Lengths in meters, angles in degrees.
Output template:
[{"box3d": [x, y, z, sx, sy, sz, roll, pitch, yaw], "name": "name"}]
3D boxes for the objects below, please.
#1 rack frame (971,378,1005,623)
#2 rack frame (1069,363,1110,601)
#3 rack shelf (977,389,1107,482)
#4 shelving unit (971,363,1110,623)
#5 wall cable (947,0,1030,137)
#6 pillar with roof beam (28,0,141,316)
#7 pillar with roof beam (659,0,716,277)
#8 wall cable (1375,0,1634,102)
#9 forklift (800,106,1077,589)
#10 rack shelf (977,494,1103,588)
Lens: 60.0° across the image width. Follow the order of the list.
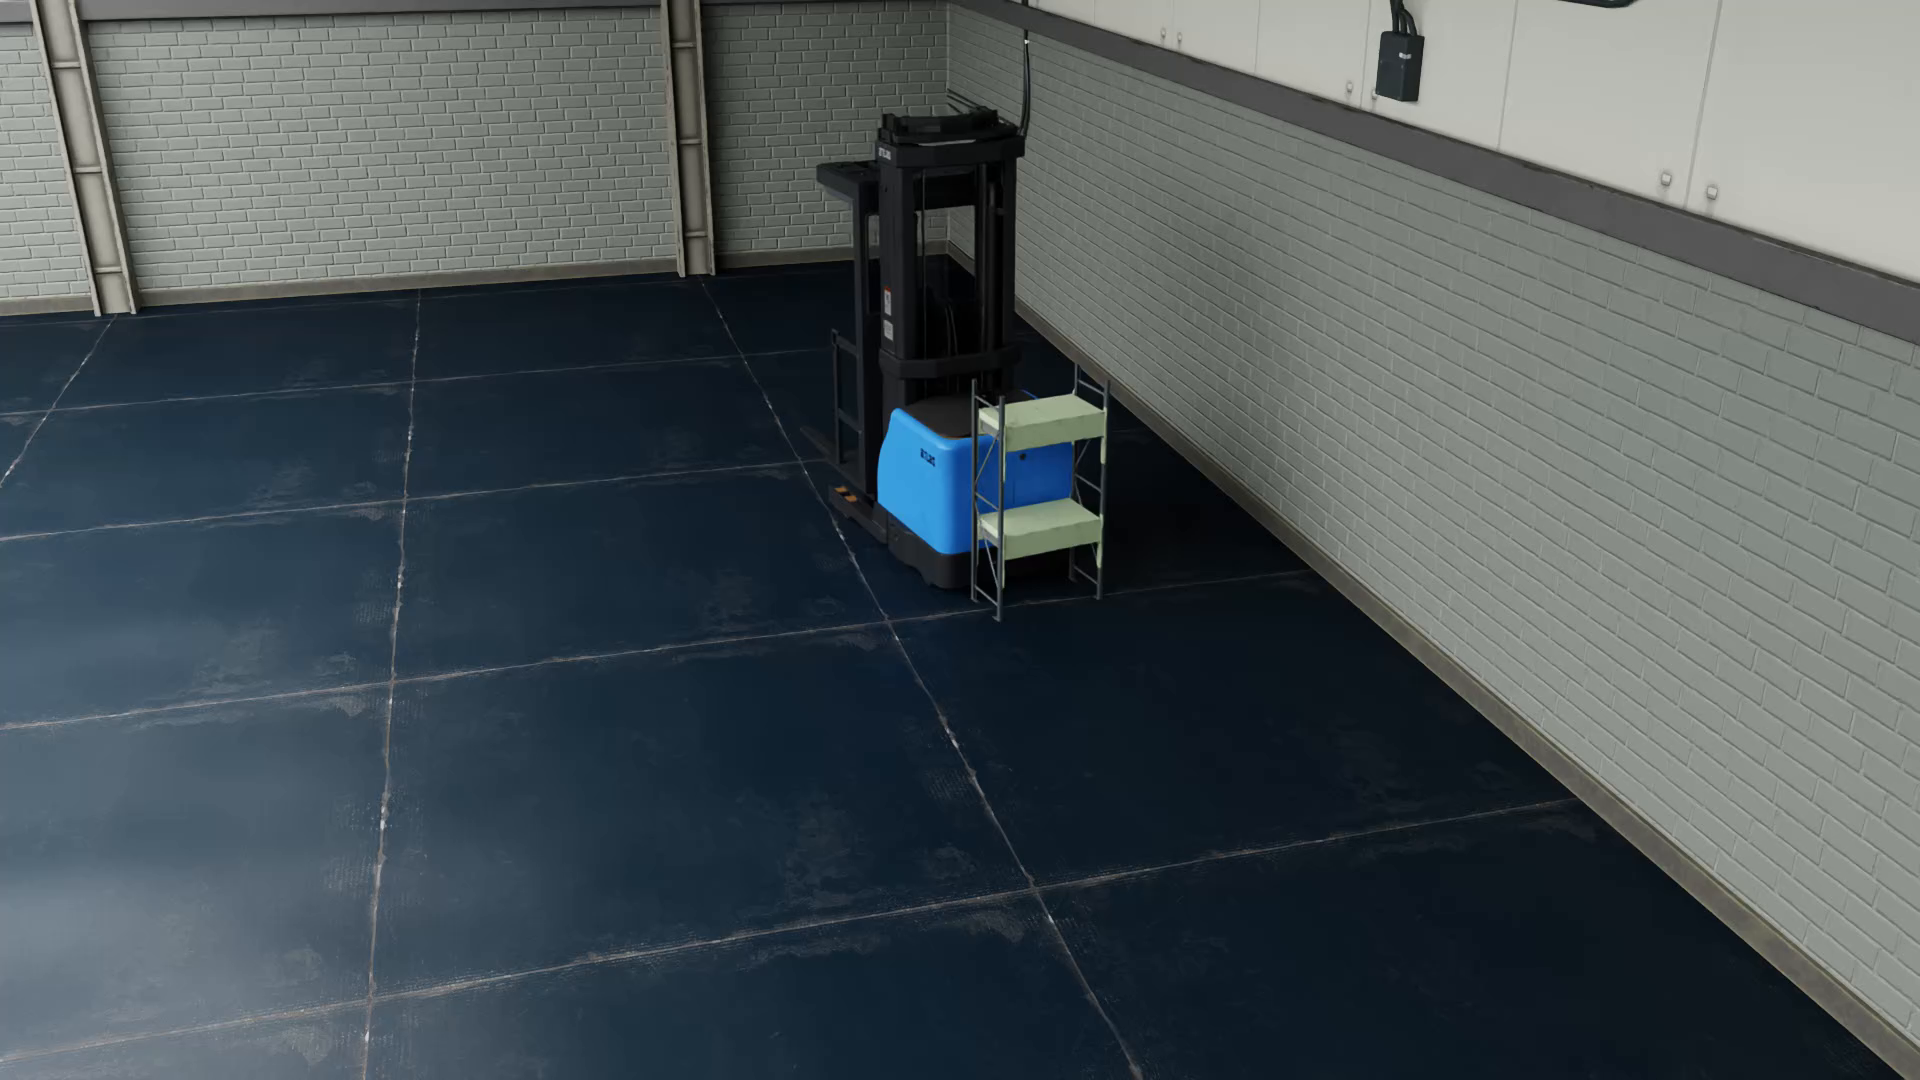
[{"box3d": [0.171, -0.236, 10.399, 0.023, 1.500, 0.400, -11, 26, -24], "name": "rack frame"}, {"box3d": [0.828, -0.364, 10.697, 0.023, 1.500, 0.400, -11, 26, -24], "name": "rack frame"}, {"box3d": [0.500, -0.659, 10.394, 0.720, 0.370, 0.431, -11, 26, -24], "name": "rack shelf"}, {"box3d": [0.500, -0.300, 10.548, 0.755, 1.500, 0.431, -11, 26, -24], "name": "shelving unit"}, {"box3d": [0.217, -5.541, 17.189, 0.112, 2.526, 3.097, -6, 24, -14], "name": "wall cable"}, {"box3d": [-7.591, -4.883, 11.717, 0.400, 9.000, 9.100, -6, 24, -14], "name": "pillar with roof beam"}, {"box3d": [-1.814, -5.522, 13.207, 0.400, 9.000, 9.100, -6, 24, -14], "name": "pillar with roof beam"}, {"box3d": [2.766, -4.925, 7.503, 0.169, 6.003, 2.305, -6, 24, -14], "name": "wall cable"}, {"box3d": [-0.314, -1.574, 11.701, 1.130, 2.935, 3.031, -11, 26, -24], "name": "forklift"}, {"box3d": [0.500, -0.001, 10.677, 0.720, 0.370, 0.431, -11, 26, -24], "name": "rack shelf"}]
